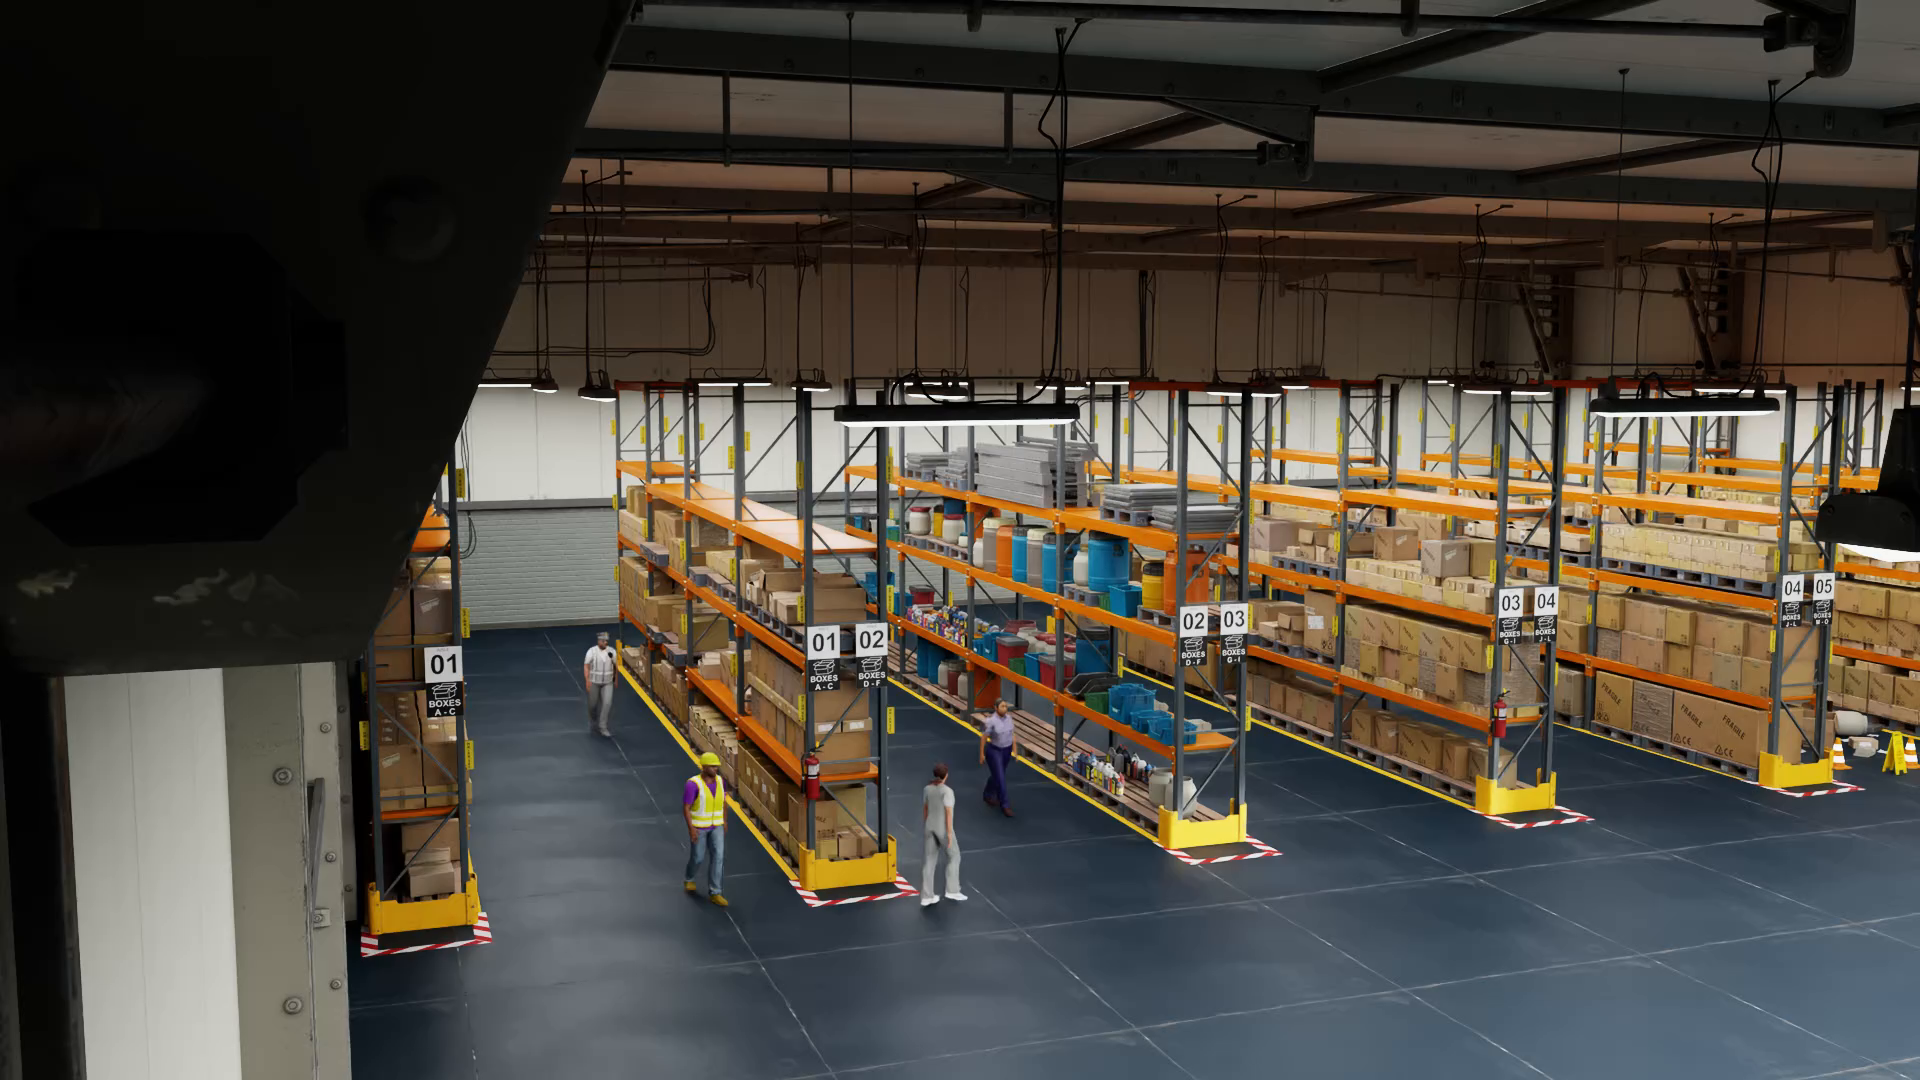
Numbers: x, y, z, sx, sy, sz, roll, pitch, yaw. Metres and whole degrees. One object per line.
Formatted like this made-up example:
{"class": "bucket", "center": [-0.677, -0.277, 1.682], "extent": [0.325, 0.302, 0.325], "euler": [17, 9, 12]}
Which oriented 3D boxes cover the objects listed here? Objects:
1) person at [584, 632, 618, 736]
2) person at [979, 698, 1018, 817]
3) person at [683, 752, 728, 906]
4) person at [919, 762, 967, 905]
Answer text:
{"class": "person", "center": [-6.173, 2.460, 28.670], "extent": [0.624, 1.772, 0.785], "euler": [-3, 7, -26]}
{"class": "person", "center": [0.583, 3.028, 23.535], "extent": [0.533, 1.598, 0.944], "euler": [-6, 8, -44]}
{"class": "person", "center": [-2.973, 3.391, 19.711], "extent": [0.676, 1.738, 0.846], "euler": [-5, 8, -42]}
{"class": "person", "center": [-0.249, 3.459, 19.552], "extent": [0.485, 1.695, 0.653], "euler": [5, 8, 37]}
